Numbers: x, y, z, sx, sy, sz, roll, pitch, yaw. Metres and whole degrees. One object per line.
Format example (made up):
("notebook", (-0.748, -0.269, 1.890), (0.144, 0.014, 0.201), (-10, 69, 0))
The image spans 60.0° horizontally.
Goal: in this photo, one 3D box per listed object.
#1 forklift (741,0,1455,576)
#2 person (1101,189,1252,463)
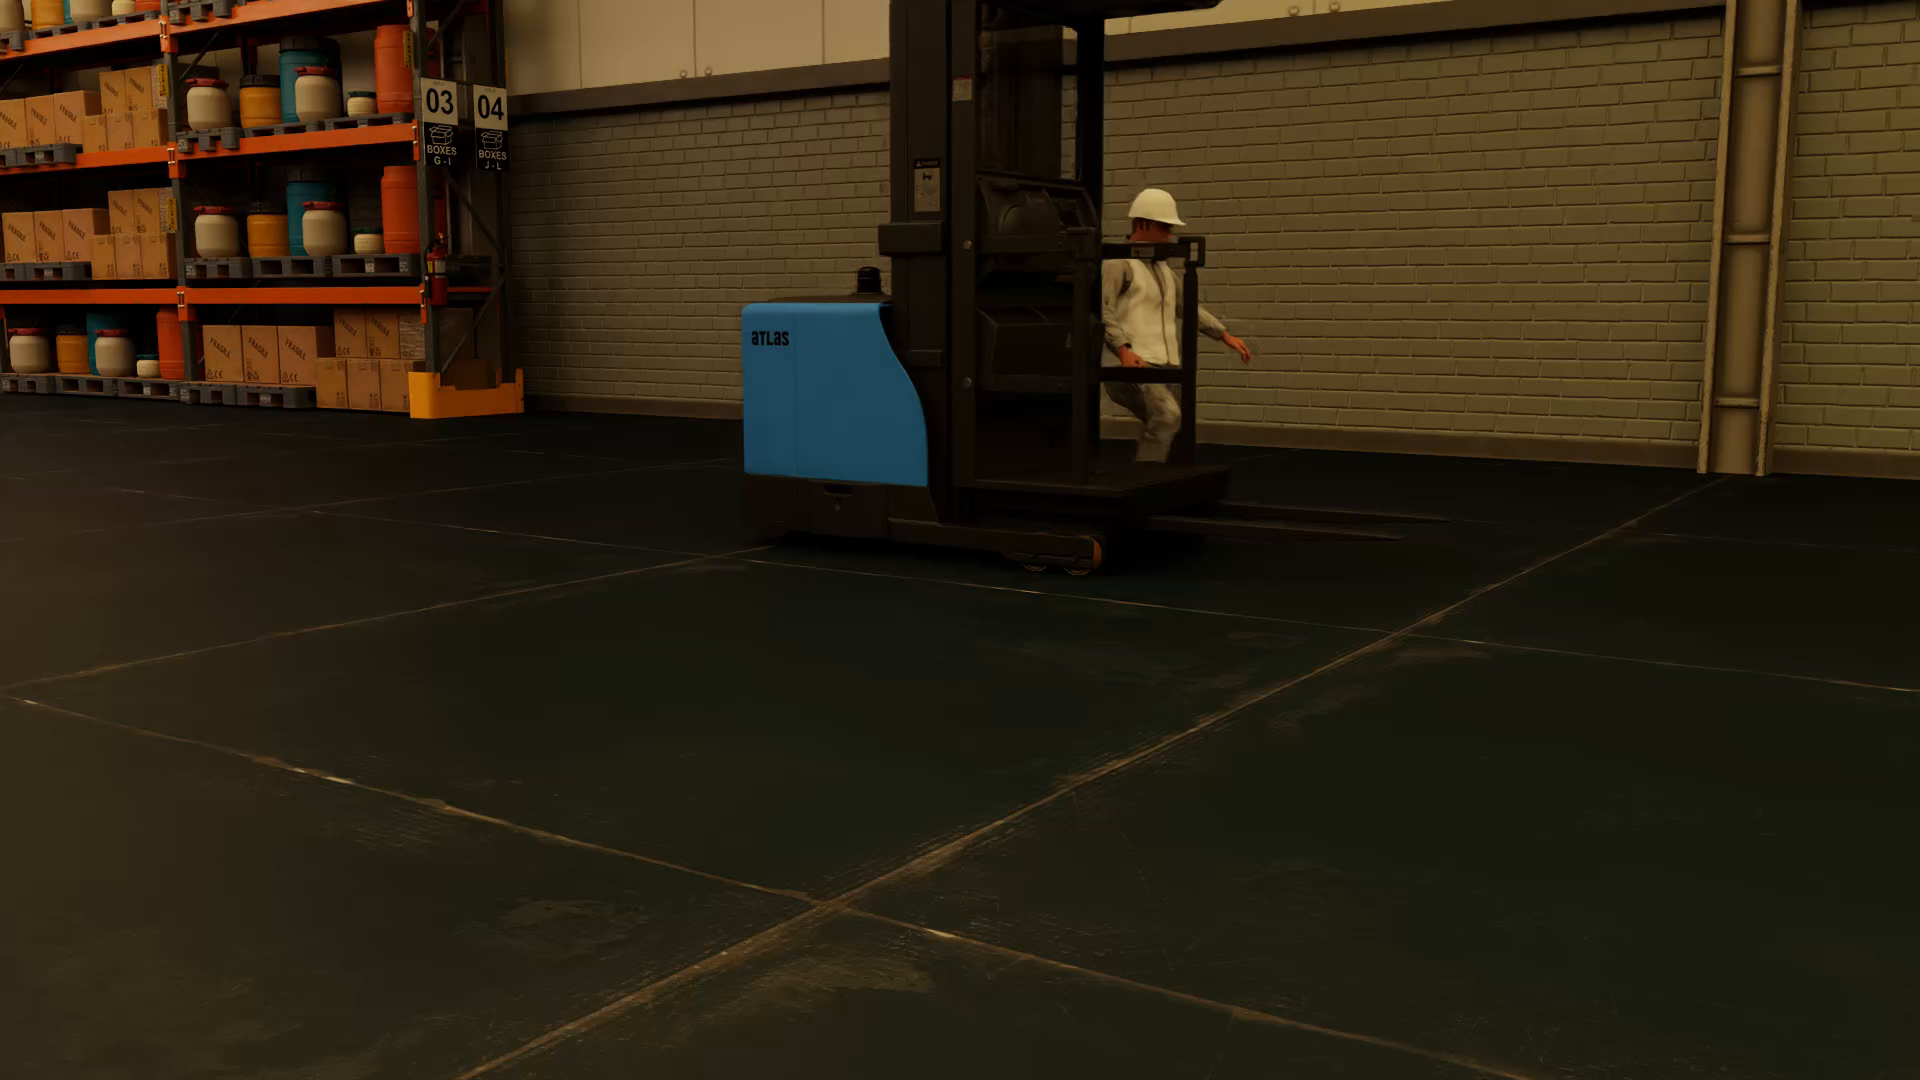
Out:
("forklift", (0.520, -1.391, 6.977), (3.031, 2.935, 1.130), (5, 10, 33))
("person", (0.957, -0.861, 8.065), (0.811, 1.655, 0.981), (7, 10, 39))
